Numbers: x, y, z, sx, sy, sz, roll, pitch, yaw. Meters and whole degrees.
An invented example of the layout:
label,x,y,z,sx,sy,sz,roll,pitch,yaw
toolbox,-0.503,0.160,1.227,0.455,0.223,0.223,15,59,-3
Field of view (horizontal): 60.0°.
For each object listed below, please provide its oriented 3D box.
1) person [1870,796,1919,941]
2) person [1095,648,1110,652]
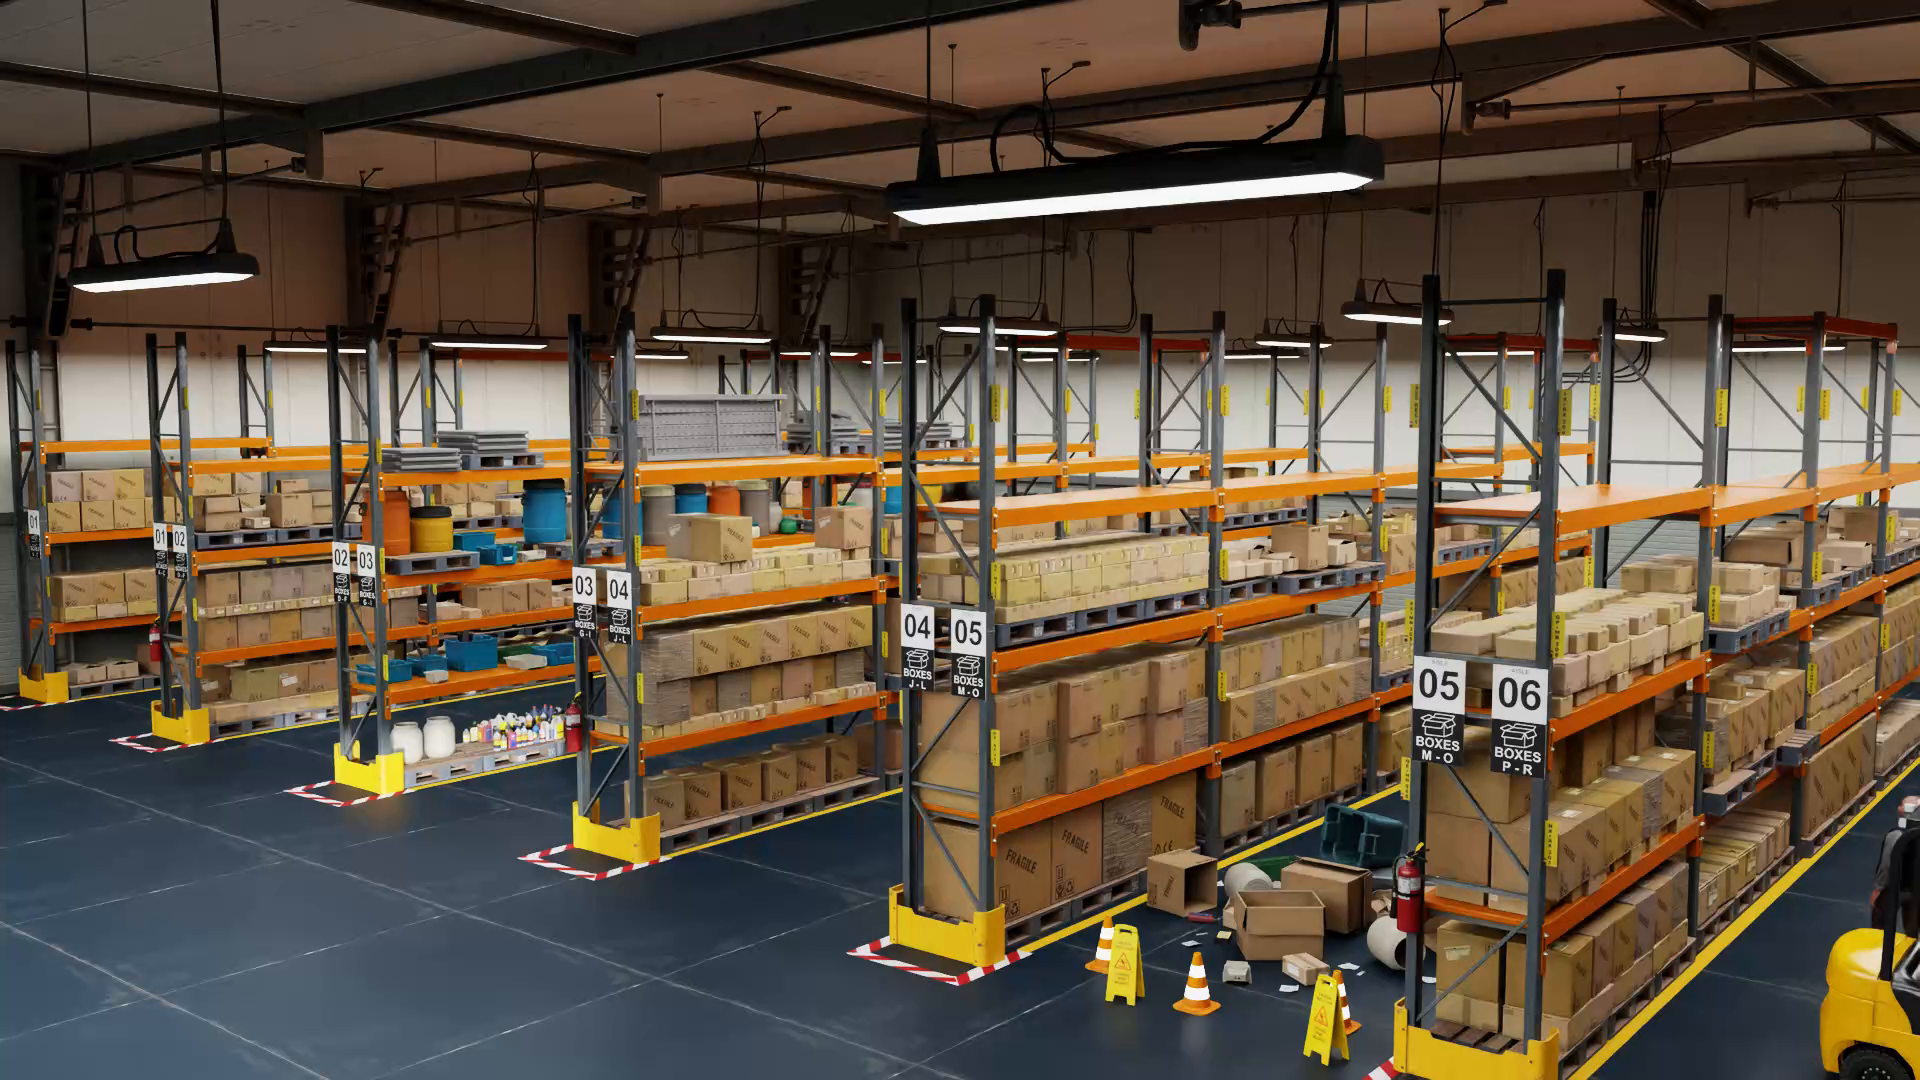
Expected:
label,x,y,z,sx,sy,sz,roll,pitch,yaw
person,8.185,3.043,14.492,0.559,1.685,0.618,0,5,5
person,1.777,2.212,21.887,0.837,1.752,0.718,1,5,13
